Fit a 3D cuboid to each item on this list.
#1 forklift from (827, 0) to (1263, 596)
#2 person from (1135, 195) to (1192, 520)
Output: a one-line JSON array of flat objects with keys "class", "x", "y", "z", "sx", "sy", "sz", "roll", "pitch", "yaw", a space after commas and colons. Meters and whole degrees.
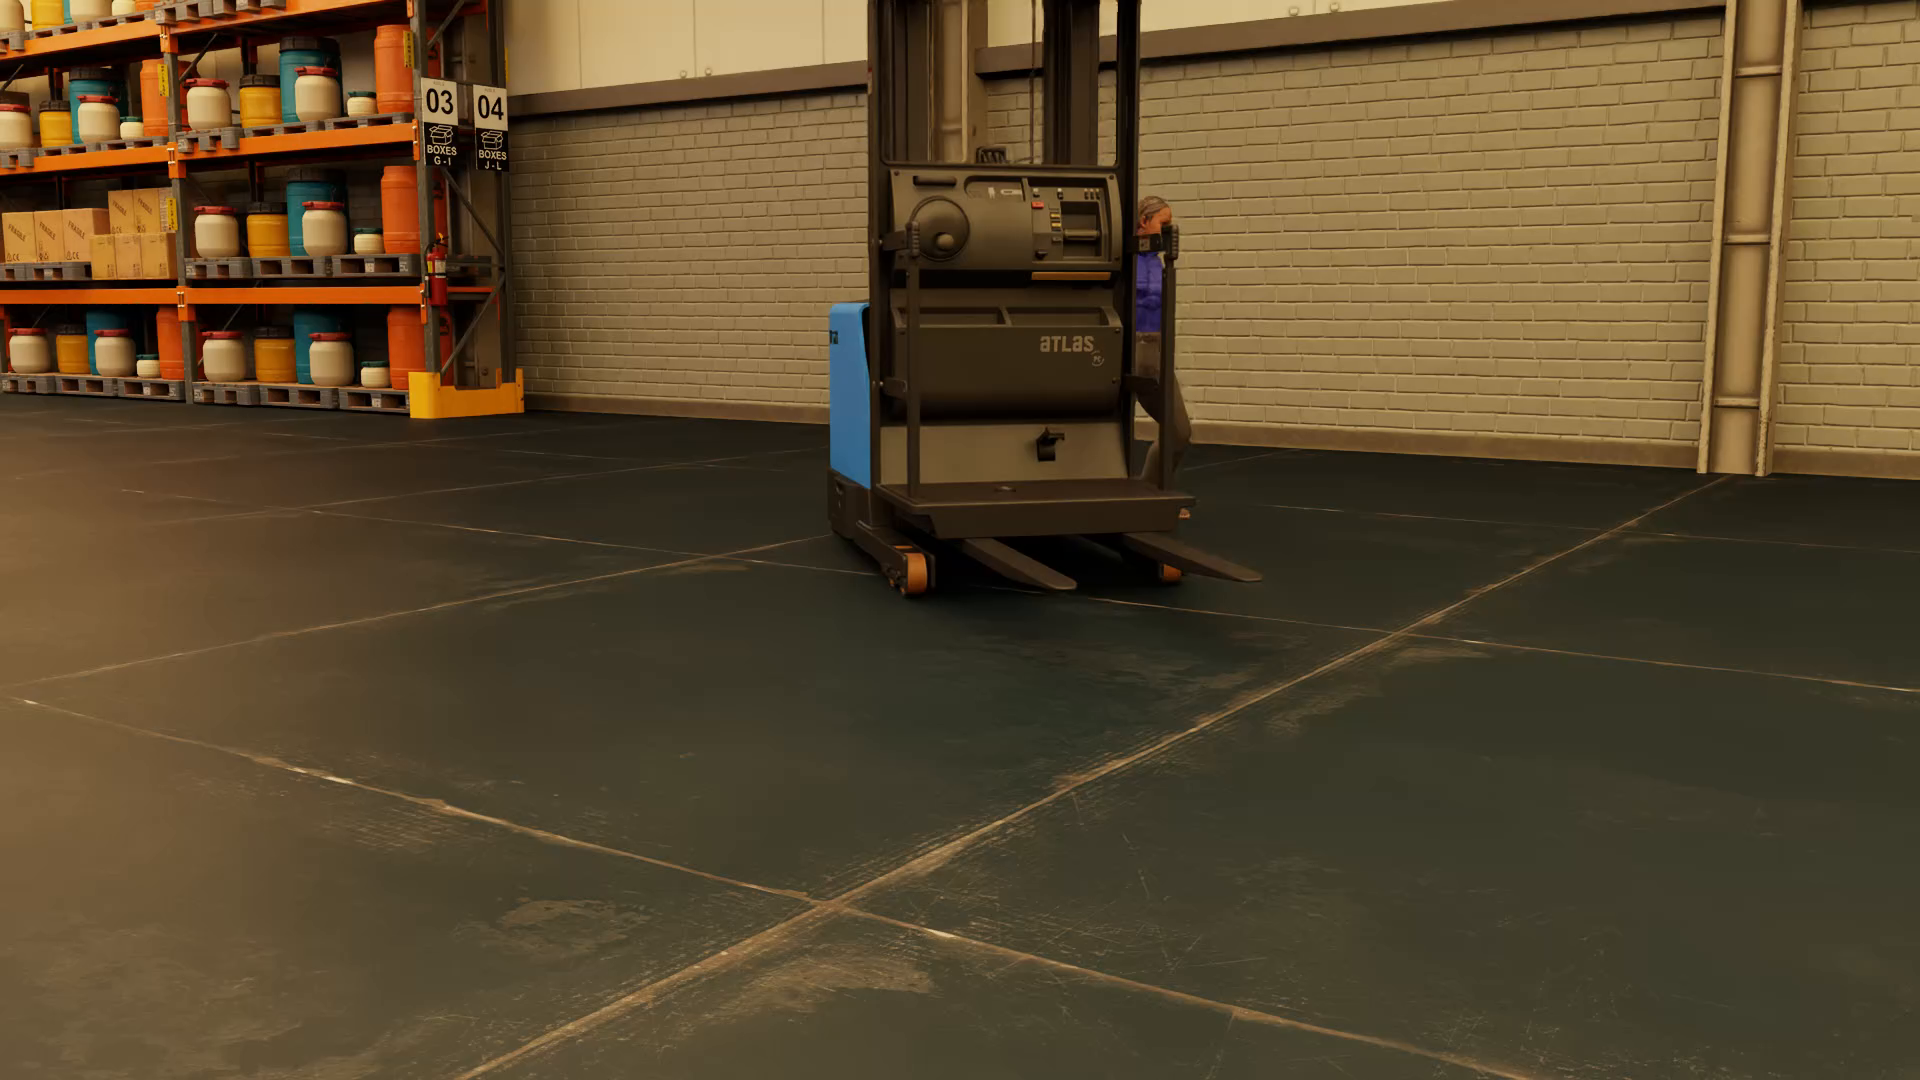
[{"class": "forklift", "x": 0.241, "y": -1.302, "z": 6.351, "sx": 1.130, "sy": 2.935, "sz": 3.031, "roll": -2, "pitch": 8, "yaw": -14}, {"class": "person", "x": 0.772, "y": -0.848, "z": 8.112, "sx": 0.804, "sy": 1.635, "sz": 0.465, "roll": -6, "pitch": 10, "yaw": -38}]
